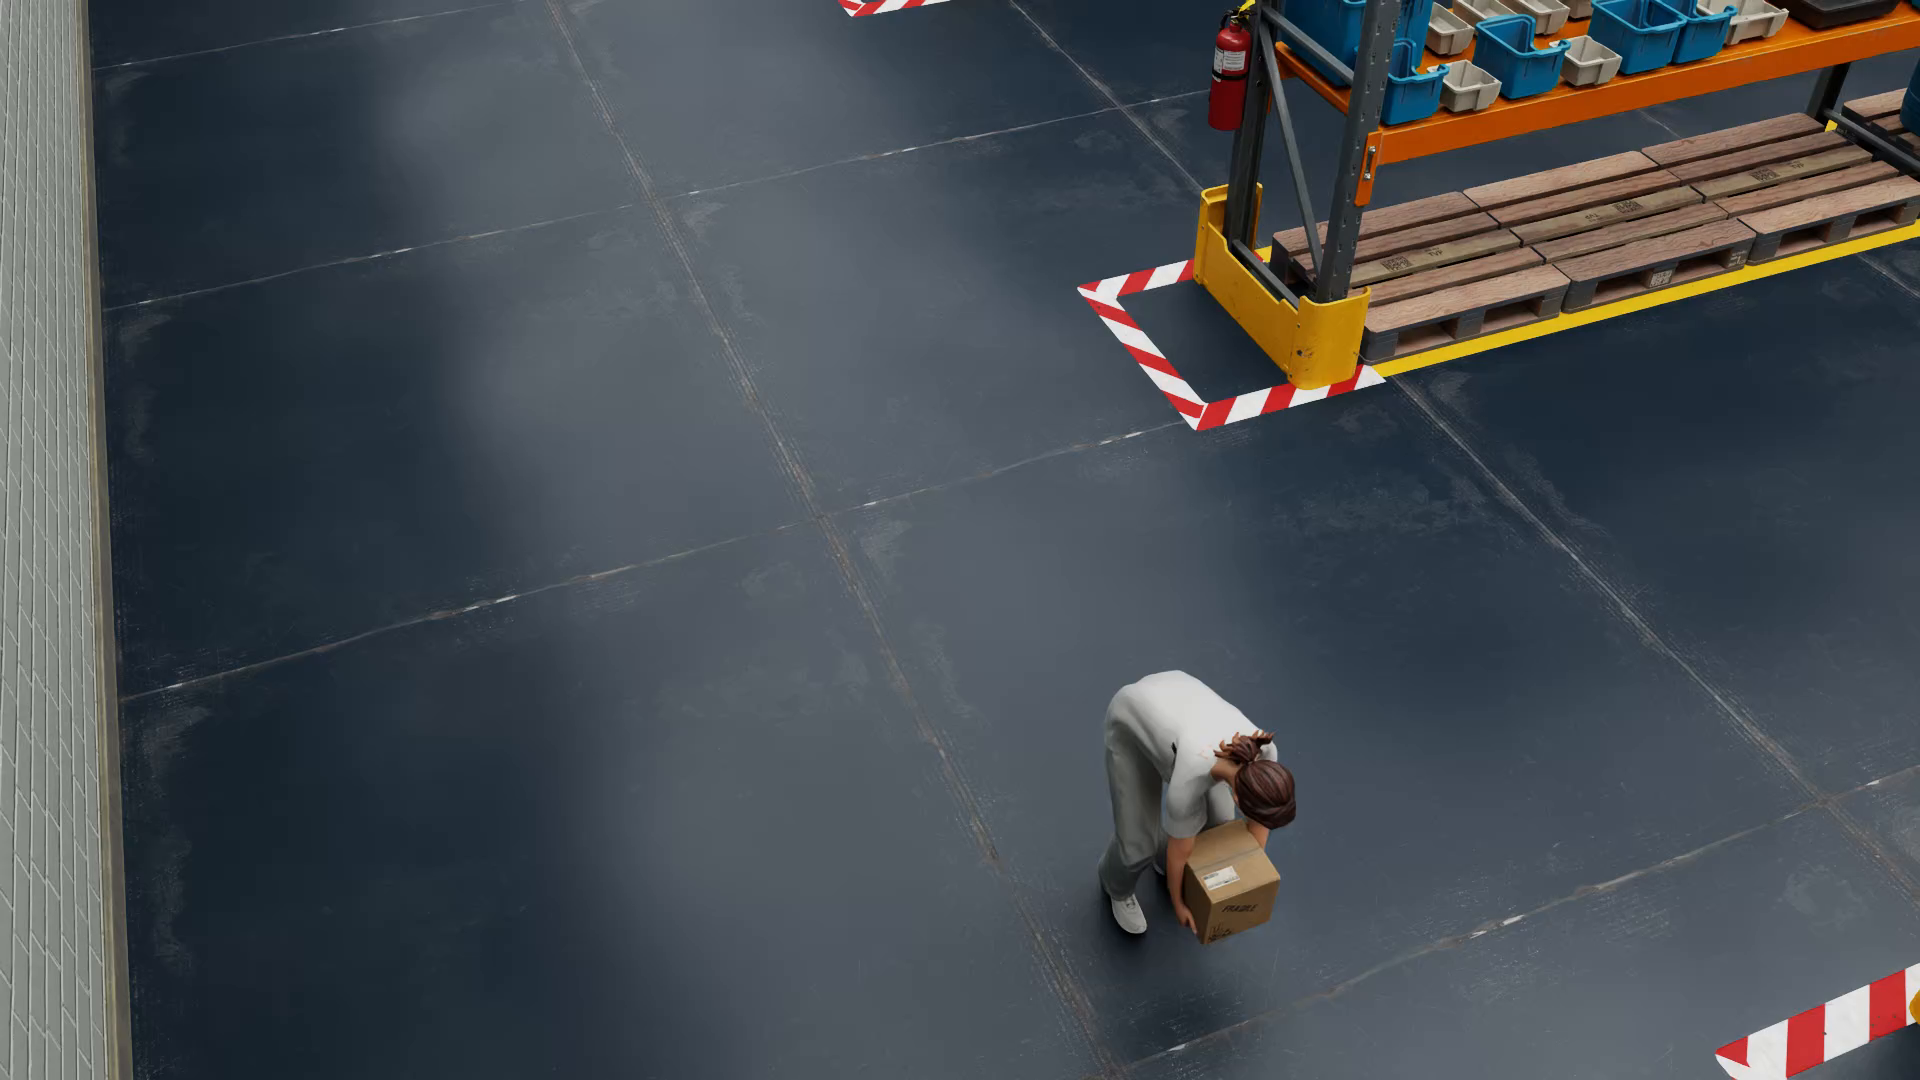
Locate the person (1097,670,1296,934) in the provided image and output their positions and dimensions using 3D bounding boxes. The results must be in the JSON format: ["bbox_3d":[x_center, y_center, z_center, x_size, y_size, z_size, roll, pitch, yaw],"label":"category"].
[{"bbox_3d":[0.766,0.939,5.460,0.434,1.216,0.837,-17,45,-18],"label":"person"}]
